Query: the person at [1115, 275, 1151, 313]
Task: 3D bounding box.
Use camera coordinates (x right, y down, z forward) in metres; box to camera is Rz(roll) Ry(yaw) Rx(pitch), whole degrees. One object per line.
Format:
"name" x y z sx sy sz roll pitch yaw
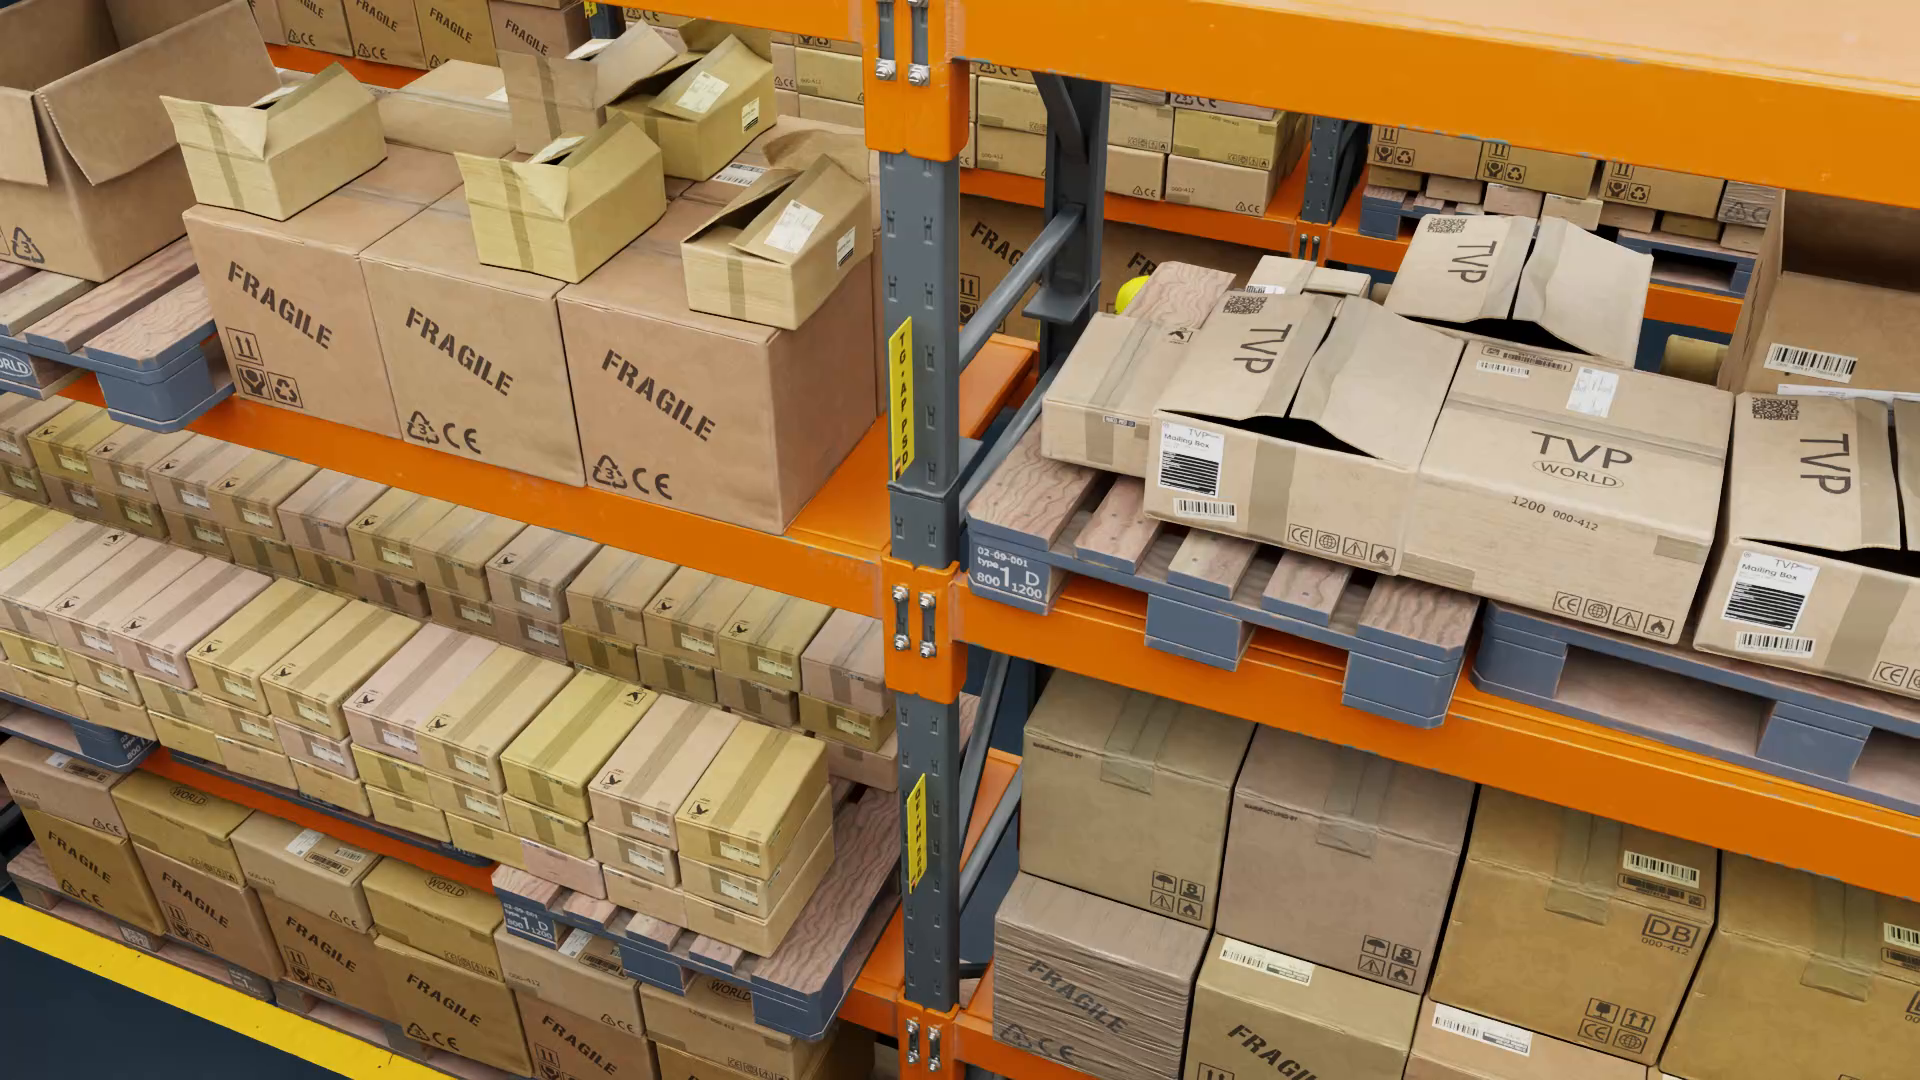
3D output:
"person" 0.842 -0.393 7.300 0.816 1.746 0.614 -17 40 -21
